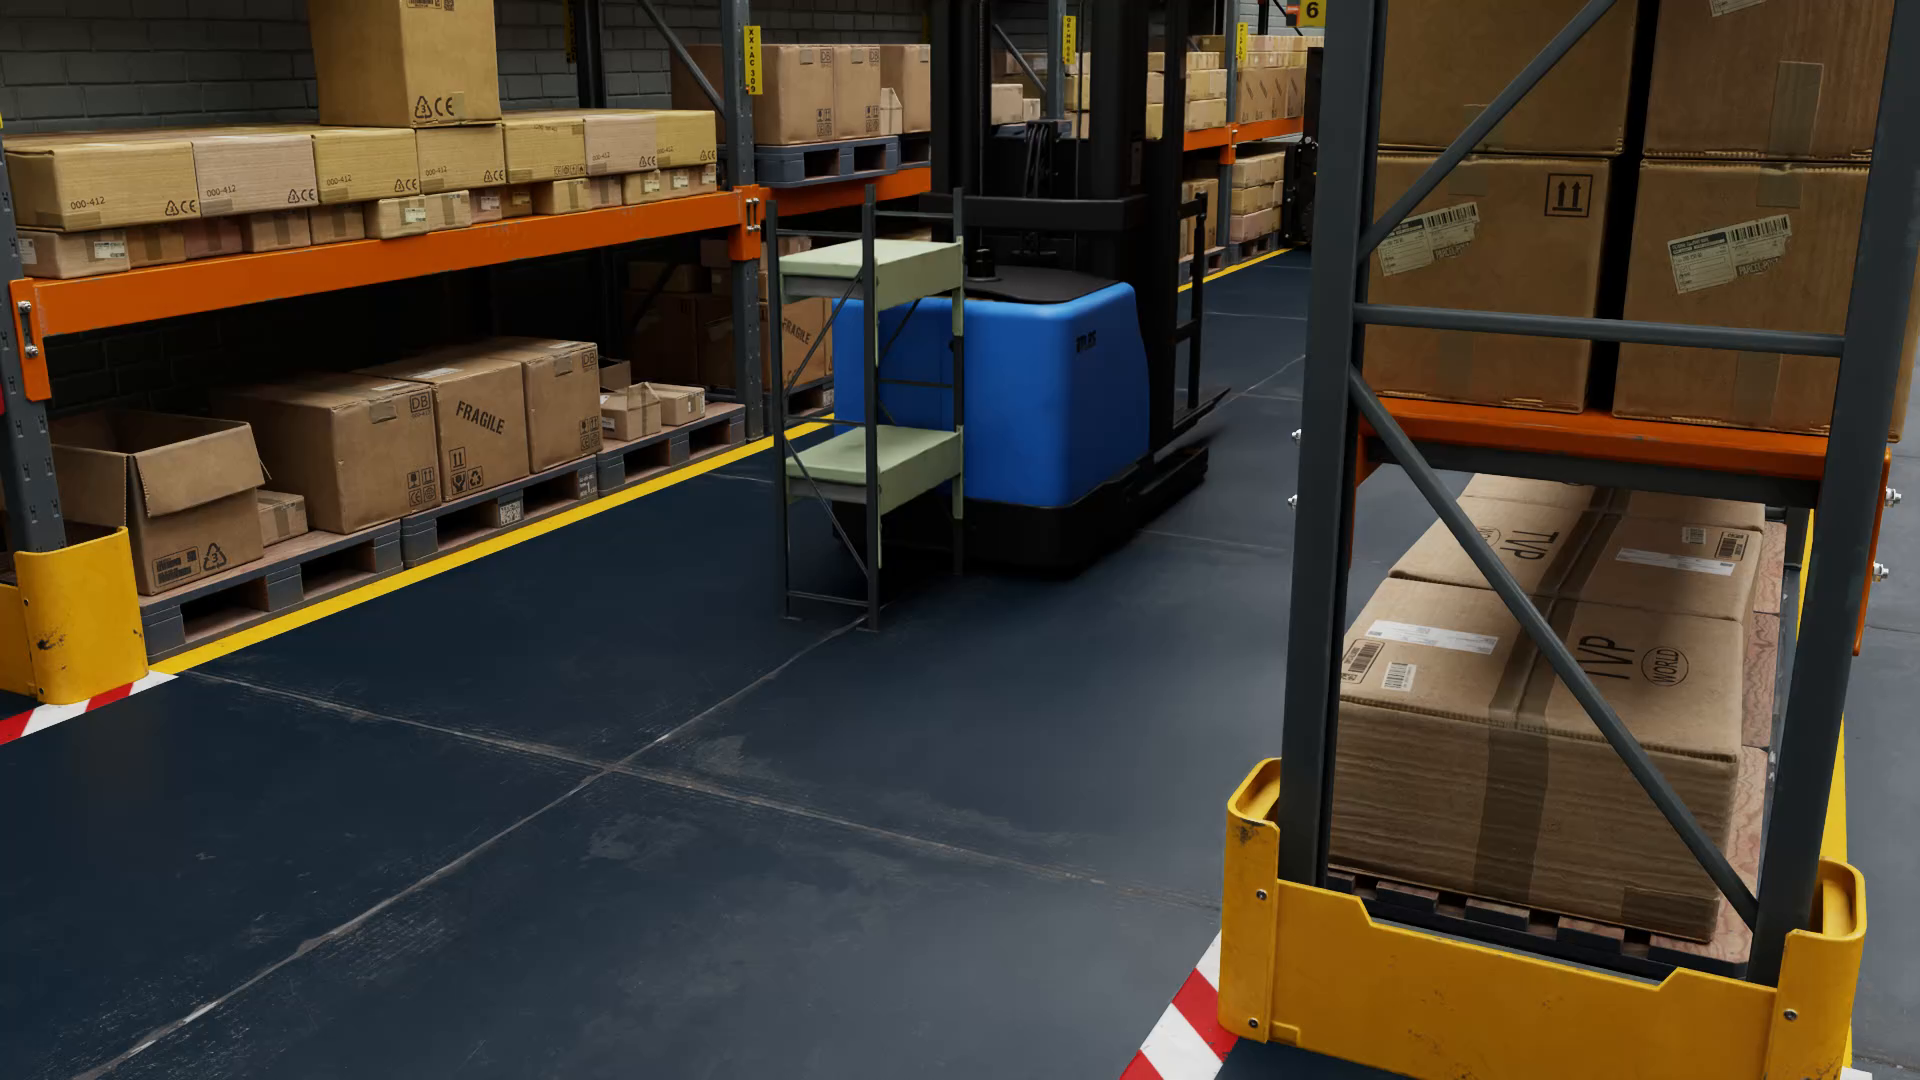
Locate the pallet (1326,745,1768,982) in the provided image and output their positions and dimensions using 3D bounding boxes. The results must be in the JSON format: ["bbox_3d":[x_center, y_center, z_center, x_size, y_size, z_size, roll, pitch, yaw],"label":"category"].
[{"bbox_3d":[1.426,0.747,4.139,1.003,0.211,1.213,8,18,25],"label":"pallet"}]

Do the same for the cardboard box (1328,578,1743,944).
[{"bbox_3d":[1.345,0.470,3.937,0.875,0.438,0.875,7,18,24],"label":"cardboard box"}]

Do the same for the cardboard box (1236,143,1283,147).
[{"bbox_3d":[3.242,-4.219,18.296,0.500,0.250,0.500,8,18,25],"label":"cardboard box"}]

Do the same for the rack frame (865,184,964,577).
[{"bbox_3d":[-0.172,-0.600,6.409,0.400,1.500,0.023,7,18,23],"label":"rack frame"}]

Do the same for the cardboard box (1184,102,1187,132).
[{"bbox_3d":[1.599,-3.579,14.068,0.500,0.250,0.500,8,18,26],"label":"cardboard box"}]

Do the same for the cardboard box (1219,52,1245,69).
[{"bbox_3d":[2.437,-4.470,15.491,0.380,0.149,0.250,8,18,24],"label":"cardboard box"}]

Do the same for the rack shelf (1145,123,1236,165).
[{"bbox_3d":[1.165,-3.209,13.824,1.077,0.370,4.000,8,18,25],"label":"rack shelf"}]

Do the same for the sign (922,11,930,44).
[{"bbox_3d":[-0.226,-3.669,12.077,0.100,0.325,0.005,8,18,25],"label":"sign"}]

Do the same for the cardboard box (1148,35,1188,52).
[{"bbox_3d":[1.931,-4.685,15.691,0.380,0.149,0.250,8,18,26],"label":"cardboard box"}]

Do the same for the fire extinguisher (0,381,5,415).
[{"bbox_3d":[-2.955,-0.695,4.886,0.296,0.674,0.183,8,18,25],"label":"fire extinguisher"}]

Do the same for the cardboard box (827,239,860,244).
[{"bbox_3d":[-0.590,-1.738,10.121,0.380,0.149,0.250,9,19,27],"label":"cardboard box"}]

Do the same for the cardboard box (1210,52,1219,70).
[{"bbox_3d":[2.105,-4.307,14.943,0.380,0.149,0.250,9,19,27],"label":"cardboard box"}]

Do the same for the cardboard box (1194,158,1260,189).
[{"bbox_3d":[2.556,-3.509,15.907,0.500,0.250,0.500,8,18,25],"label":"cardboard box"}]

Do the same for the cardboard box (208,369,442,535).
[{"bbox_3d":[-2.528,-0.366,6.643,0.700,0.500,0.500,9,19,28],"label":"cardboard box"}]

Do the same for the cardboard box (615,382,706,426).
[{"bbox_3d":[-1.502,-0.681,8.319,0.380,0.149,0.250,7,18,24],"label":"cardboard box"}]

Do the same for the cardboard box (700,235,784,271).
[{"bbox_3d":[-1.172,-1.548,8.957,0.380,0.149,0.250,8,18,24],"label":"cardboard box"}]

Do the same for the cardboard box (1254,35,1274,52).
[{"bbox_3d":[2.816,-4.805,16.097,0.380,0.149,0.250,9,19,27],"label":"cardboard box"}]

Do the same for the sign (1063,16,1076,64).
[{"bbox_3d":[0.761,-3.495,11.629,0.100,0.325,0.005,8,18,25],"label":"sign"}]

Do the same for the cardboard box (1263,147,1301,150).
[{"bbox_3d":[3.480,-4.027,17.651,0.500,0.250,0.500,8,18,26],"label":"cardboard box"}]

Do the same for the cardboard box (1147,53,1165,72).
[{"bbox_3d":[1.511,-3.900,13.573,0.380,0.149,0.250,8,18,24],"label":"cardboard box"}]

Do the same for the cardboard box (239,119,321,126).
[{"bbox_3d":[-2.644,-1.618,6.946,0.500,0.250,0.500,8,18,25],"label":"cardboard box"}]

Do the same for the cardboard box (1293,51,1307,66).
[{"bbox_3d":[3.391,-4.987,17.233,0.380,0.149,0.250,8,18,26],"label":"cardboard box"}]

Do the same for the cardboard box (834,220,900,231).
[{"bbox_3d":[-0.627,-2.070,11.240,0.380,0.149,0.250,7,18,23],"label":"cardboard box"}]

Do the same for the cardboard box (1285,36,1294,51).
[{"bbox_3d":[3.195,-5.074,17.003,0.380,0.149,0.250,8,18,26],"label":"cardboard box"}]

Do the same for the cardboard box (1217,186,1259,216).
[{"bbox_3d":[2.551,-3.270,15.980,0.500,0.250,0.500,8,18,25],"label":"cardboard box"}]

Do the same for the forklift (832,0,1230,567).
[{"bbox_3d":[0.543,-1.674,7.513,1.130,2.935,3.031,7,18,23],"label":"forklift"}]

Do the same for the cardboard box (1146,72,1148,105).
[{"bbox_3d":[1.163,-3.553,13.103,0.500,0.250,0.500,8,18,24],"label":"cardboard box"}]

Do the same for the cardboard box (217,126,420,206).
[{"bbox_3d":[-2.411,-1.417,6.267,0.500,0.250,0.500,8,18,24],"label":"cardboard box"}]

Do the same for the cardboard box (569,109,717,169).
[{"bbox_3d":[-1.525,-1.936,8.014,0.500,0.250,0.500,9,19,27],"label":"cardboard box"}]

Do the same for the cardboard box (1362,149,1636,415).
[{"bbox_3d":[1.118,-0.581,3.536,0.500,0.500,0.500,8,18,26],"label":"cardboard box"}]

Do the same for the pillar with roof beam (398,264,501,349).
[{"bbox_3d":[1.218,-4.291,5.667,9.100,9.000,0.400,8,18,25],"label":"pillar with roof beam"}]

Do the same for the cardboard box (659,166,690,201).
[{"bbox_3d":[-1.529,-1.723,7.998,0.380,0.149,0.250,9,19,27],"label":"cardboard box"}]

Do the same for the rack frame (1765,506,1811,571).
[{"bbox_3d":[2.926,-1.395,6.453,1.000,3.000,0.127,8,18,25],"label":"rack frame"}]

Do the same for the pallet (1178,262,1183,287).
[{"bbox_3d":[1.221,-2.222,14.135,1.003,0.211,1.213,8,18,25],"label":"pallet"}]

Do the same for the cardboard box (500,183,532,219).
[{"bbox_3d":[-2.070,-1.470,7.147,0.380,0.149,0.250,8,18,26],"label":"cardboard box"}]

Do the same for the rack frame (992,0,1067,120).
[{"bbox_3d":[0.272,-3.045,12.007,1.000,3.000,0.127,8,18,25],"label":"rack frame"}]

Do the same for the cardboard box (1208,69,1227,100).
[{"bbox_3d":[2.068,-4.074,14.857,0.500,0.250,0.500,8,18,24],"label":"cardboard box"}]

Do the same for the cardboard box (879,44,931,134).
[{"bbox_3d":[-0.517,-2.702,9.939,0.700,0.500,0.500,8,18,25],"label":"cardboard box"}]

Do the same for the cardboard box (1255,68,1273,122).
[{"bbox_3d":[2.709,-4.326,16.145,0.500,0.500,0.500,8,19,26],"label":"cardboard box"}]

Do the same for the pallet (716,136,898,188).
[{"bbox_3d":[-1.061,-2.123,9.242,1.003,0.211,1.213,8,18,25],"label":"pallet"}]

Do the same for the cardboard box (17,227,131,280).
[{"bbox_3d":[-2.911,-0.935,5.346,0.380,0.149,0.250,8,18,25],"label":"cardboard box"}]

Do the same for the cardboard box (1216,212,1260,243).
[{"bbox_3d":[2.571,-3.028,16.042,0.500,0.250,0.500,8,18,26],"label":"cardboard box"}]

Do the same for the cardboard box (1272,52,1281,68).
[{"bbox_3d":[2.938,-4.726,16.354,0.380,0.149,0.250,8,18,25],"label":"cardboard box"}]

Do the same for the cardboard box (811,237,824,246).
[{"bbox_3d":[-1.069,-1.805,10.348,0.380,0.149,0.250,8,18,26],"label":"cardboard box"}]

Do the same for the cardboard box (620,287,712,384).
[{"bbox_3d":[-1.561,-1.191,9.420,0.500,0.500,0.500,8,18,25],"label":"cardboard box"}]

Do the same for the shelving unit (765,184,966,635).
[{"bbox_3d":[-0.322,-0.505,6.089,0.431,1.500,0.755,7,18,23],"label":"shelving unit"}]

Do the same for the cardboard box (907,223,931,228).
[{"bbox_3d":[-0.133,-2.004,11.017,0.380,0.149,0.250,9,19,27],"label":"cardboard box"}]

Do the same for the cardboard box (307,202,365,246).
[{"bbox_3d":[-2.471,-1.202,6.245,0.380,0.149,0.250,8,19,26],"label":"cardboard box"}]

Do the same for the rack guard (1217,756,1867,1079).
[{"bbox_3d":[1.128,0.828,3.358,1.175,0.500,0.348,8,18,25],"label":"rack guard"}]

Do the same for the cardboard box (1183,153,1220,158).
[{"bbox_3d":[2.319,-3.707,16.572,0.500,0.250,0.500,8,18,25],"label":"cardboard box"}]
